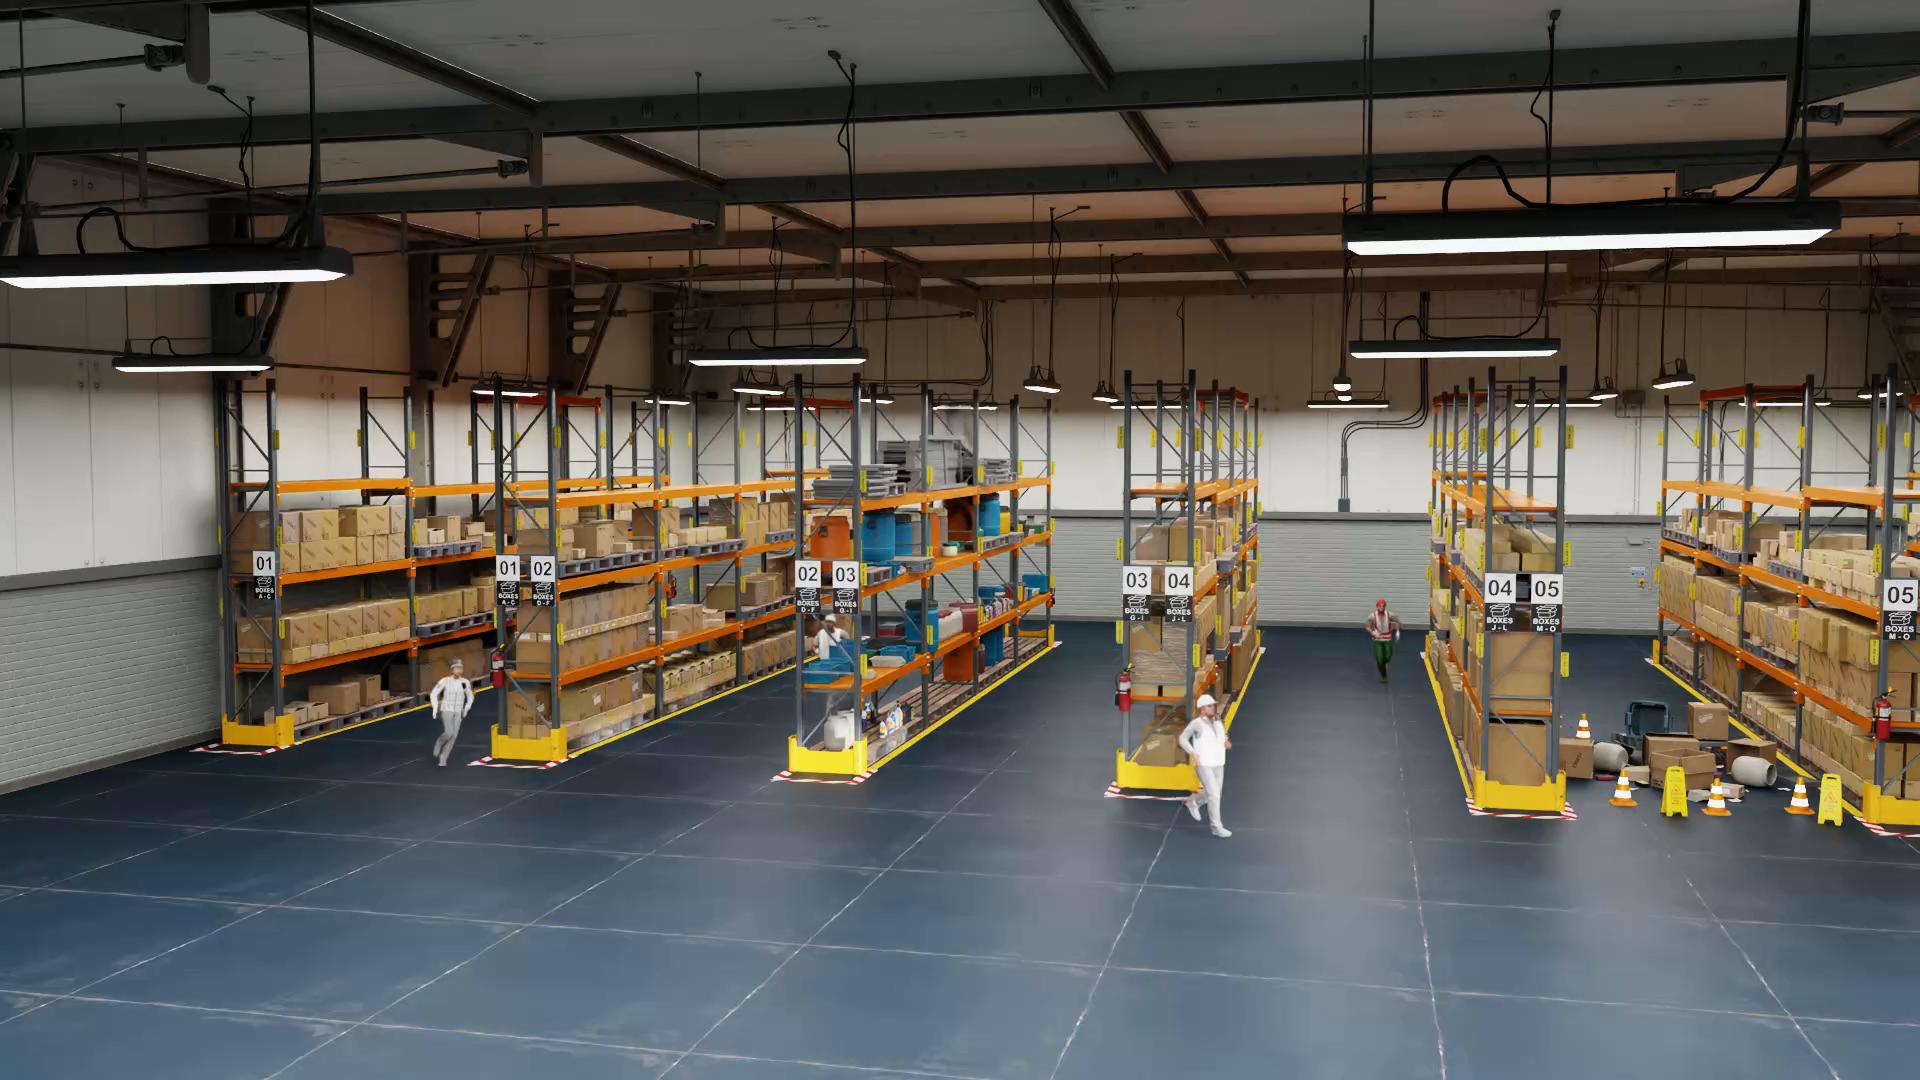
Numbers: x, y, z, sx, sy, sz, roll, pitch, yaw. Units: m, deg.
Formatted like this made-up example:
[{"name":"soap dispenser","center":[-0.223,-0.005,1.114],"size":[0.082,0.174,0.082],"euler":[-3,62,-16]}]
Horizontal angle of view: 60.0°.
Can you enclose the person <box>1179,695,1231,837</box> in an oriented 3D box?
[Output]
[{"name":"person","center":[3.152,2.846,21.189],"size":[0.667,1.750,0.919],"euler":[-2,4,-35]}]

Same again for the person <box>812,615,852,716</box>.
[{"name":"person","center":[-2.389,2.267,30.571],"size":[0.671,1.801,0.976],"euler":[1,4,12]}]

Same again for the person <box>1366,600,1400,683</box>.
[{"name":"person","center":[8.738,2.088,34.330],"size":[0.708,1.730,0.674],"euler":[1,3,9]}]

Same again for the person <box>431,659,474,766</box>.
[{"name":"person","center":[-7.782,2.653,25.618],"size":[0.640,1.618,0.480],"euler":[-2,4,-32]}]
